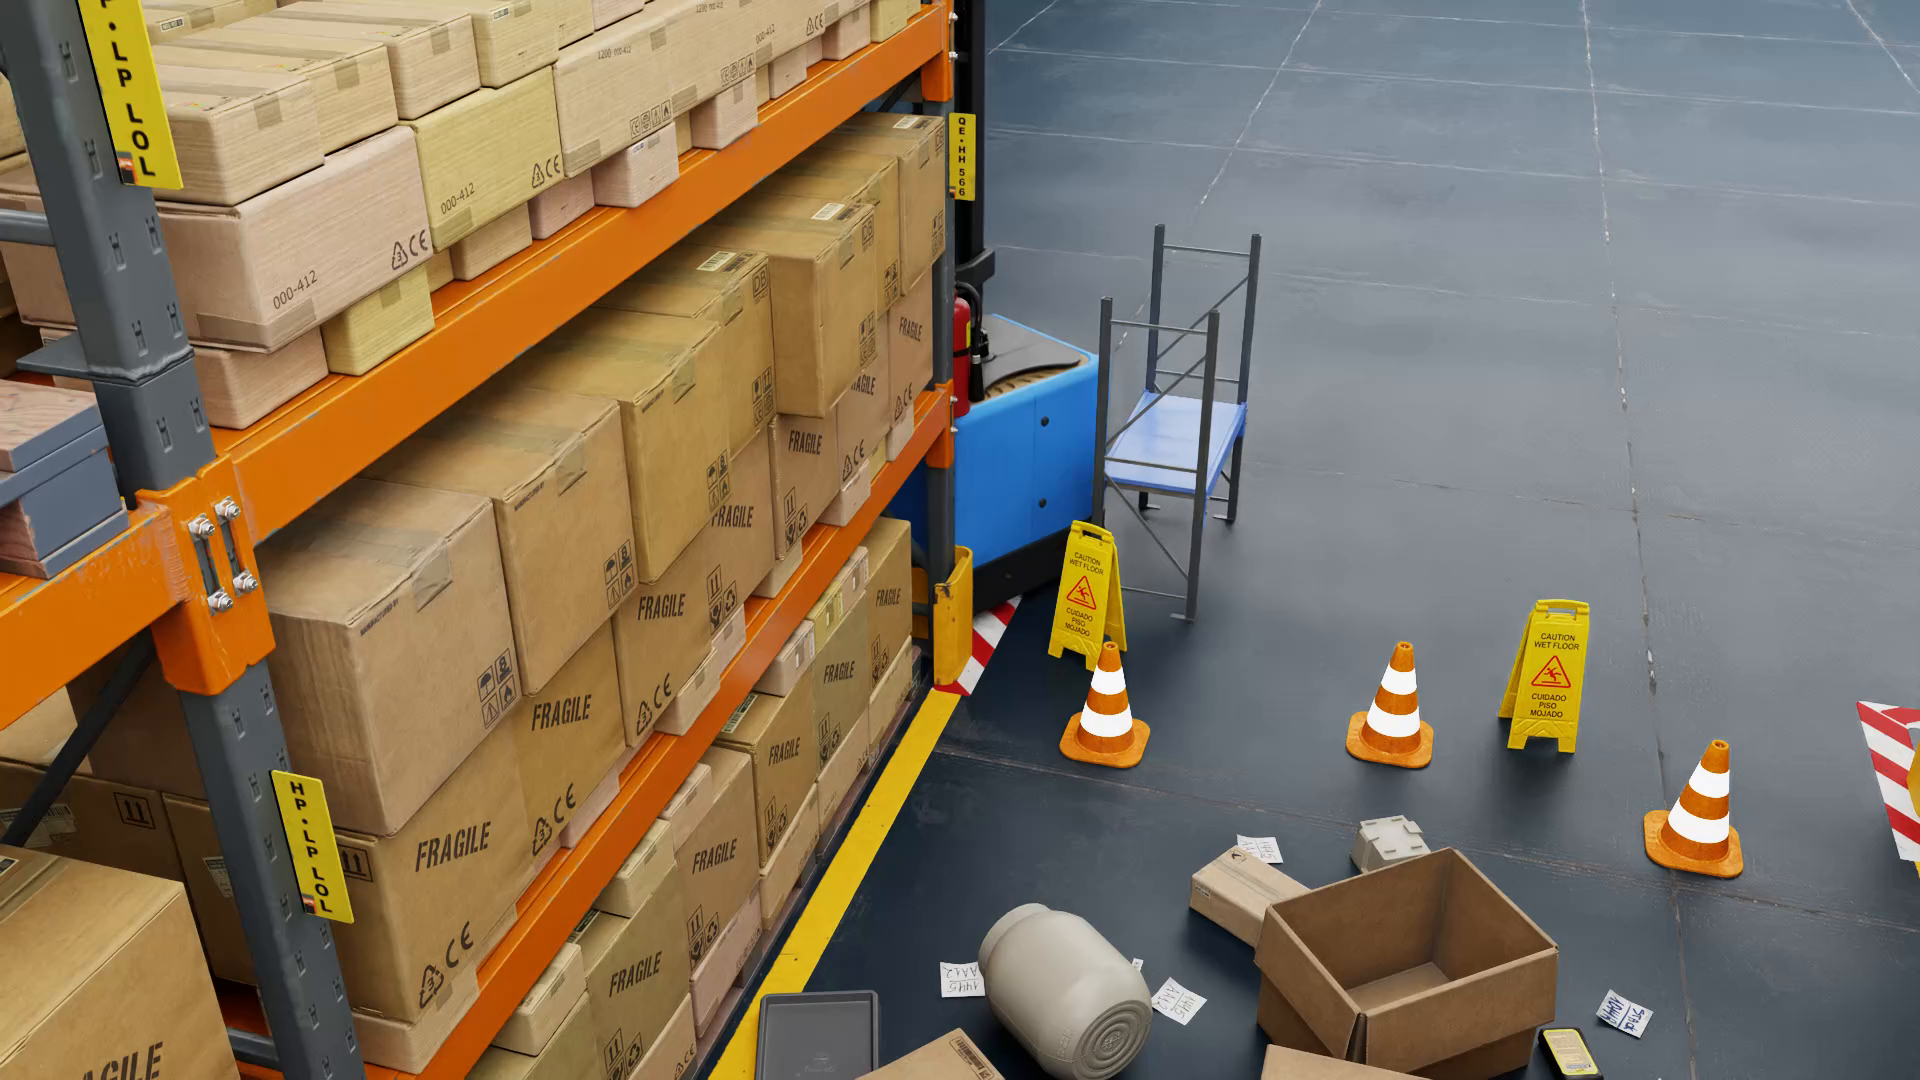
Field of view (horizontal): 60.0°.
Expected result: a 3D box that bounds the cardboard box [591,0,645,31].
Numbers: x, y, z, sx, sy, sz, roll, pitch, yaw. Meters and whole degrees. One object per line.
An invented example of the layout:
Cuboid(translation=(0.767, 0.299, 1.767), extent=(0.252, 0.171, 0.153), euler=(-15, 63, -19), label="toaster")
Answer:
Cuboid(translation=(-0.956, -1.281, 3.820), extent=(0.380, 0.149, 0.250), euler=(8, 30, 14), label="cardboard box")

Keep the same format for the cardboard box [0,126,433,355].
Cuboid(translation=(-1.299, -0.559, 2.933), extent=(0.500, 0.250, 0.500), euler=(8, 30, 14), label="cardboard box")

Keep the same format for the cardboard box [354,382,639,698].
Cuboid(translation=(-1.183, -0.037, 3.794), extent=(0.700, 0.500, 0.500), euler=(9, 30, 15), label="cardboard box")

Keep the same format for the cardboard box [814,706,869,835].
Cuboid(translation=(-0.656, 0.794, 6.133), extent=(0.500, 0.250, 0.500), euler=(9, 30, 15), label="cardboard box")

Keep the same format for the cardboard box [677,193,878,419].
Cuboid(translation=(-0.664, -0.734, 5.046), extent=(0.700, 0.500, 0.500), euler=(8, 30, 14), label="cardboard box")

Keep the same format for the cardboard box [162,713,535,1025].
Cuboid(translation=(-1.295, 0.643, 3.600), extent=(0.500, 0.500, 0.500), euler=(8, 30, 15), label="cardboard box")

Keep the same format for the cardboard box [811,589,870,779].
Cuboid(translation=(-0.652, 0.465, 5.953), extent=(0.500, 0.500, 0.500), euler=(10, 31, 17), label="cardboard box")

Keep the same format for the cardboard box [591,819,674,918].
Cuboid(translation=(-1.016, 0.864, 4.569), extent=(0.380, 0.149, 0.250), euler=(10, 31, 17), label="cardboard box")

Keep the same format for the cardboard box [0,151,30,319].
Cuboid(translation=(-1.817, -0.638, 3.075), extent=(0.500, 0.250, 0.500), euler=(8, 30, 14), label="cardboard box")

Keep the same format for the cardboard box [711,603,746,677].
Cuboid(translation=(-0.859, 0.276, 4.926), extent=(0.380, 0.149, 0.250), euler=(8, 30, 15), label="cardboard box")

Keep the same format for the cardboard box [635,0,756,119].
Cuboid(translation=(-0.851, -1.266, 4.203), extent=(0.500, 0.250, 0.500), euler=(9, 30, 15), label="cardboard box")

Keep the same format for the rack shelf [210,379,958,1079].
Cuboid(translation=(-1.103, 0.366, 5.246), extent=(1.077, 0.370, 4.000), euler=(8, 30, 15), label="rack shelf")

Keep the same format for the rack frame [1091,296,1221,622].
Cuboid(translation=(0.835, -0.326, 7.294), extent=(0.500, 1.500, 0.032), euler=(9, 30, 16), label="rack frame")

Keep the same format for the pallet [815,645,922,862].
Cuboid(translation=(-0.811, 0.749, 6.687), extent=(1.003, 0.211, 1.213), euler=(8, 30, 15), label="pallet")

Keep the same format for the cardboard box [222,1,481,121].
Cuboid(translation=(-1.151, -0.914, 3.161), extent=(0.380, 0.149, 0.250), euler=(8, 30, 13), label="cardboard box")

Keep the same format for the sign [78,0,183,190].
Cuboid(translation=(-1.159, -0.650, 2.310), extent=(0.100, 0.325, 0.005), euler=(8, 30, 15), label="sign")

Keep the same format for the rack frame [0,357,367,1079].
Cuboid(translation=(-1.690, 0.981, 3.400), extent=(1.000, 3.000, 0.127), euler=(8, 30, 15), label="rack frame")

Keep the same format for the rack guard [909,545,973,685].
Cuboid(translation=(-0.538, 0.250, 7.286), extent=(1.175, 0.500, 0.348), euler=(8, 30, 15), label="rack guard")

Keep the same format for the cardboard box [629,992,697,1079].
Cuboid(translation=(-1.113, 1.514, 4.839), extent=(0.500, 0.250, 0.500), euler=(10, 31, 18), label="cardboard box")

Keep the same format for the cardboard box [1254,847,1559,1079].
Cuboid(translation=(1.389, 1.391, 5.232), extent=(0.797, 0.503, 0.637), euler=(-12, 31, -20), label="cardboard box")

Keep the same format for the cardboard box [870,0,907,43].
Cuboid(translation=(-0.395, -1.753, 5.488), extent=(0.380, 0.149, 0.250), euler=(9, 30, 15), label="cardboard box")

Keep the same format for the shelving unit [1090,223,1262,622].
Cuboid(translation=(0.998, -0.561, 7.715), extent=(0.538, 1.500, 1.048), euler=(9, 30, 16), label="shelving unit")

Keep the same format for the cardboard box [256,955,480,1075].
Cuboid(translation=(-1.291, 0.990, 3.642), extent=(0.380, 0.149, 0.250), euler=(8, 30, 15), label="cardboard box")

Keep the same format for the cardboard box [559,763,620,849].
Cuboid(translation=(-1.112, 0.628, 4.294), extent=(0.380, 0.149, 0.250), euler=(9, 30, 16), label="cardboard box")

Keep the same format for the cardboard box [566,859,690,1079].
Cuboid(translation=(-1.113, 1.186, 4.658), extent=(0.500, 0.500, 0.500), euler=(10, 31, 17), label="cardboard box")

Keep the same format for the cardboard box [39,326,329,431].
Cuboid(translation=(-1.361, -0.331, 2.932), extent=(0.380, 0.149, 0.250), euler=(8, 30, 14), label="cardboard box")

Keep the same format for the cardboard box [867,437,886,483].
Cuboid(translation=(-0.485, -0.314, 5.987), extent=(0.380, 0.149, 0.250), euler=(8, 30, 14), label="cardboard box")

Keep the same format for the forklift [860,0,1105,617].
Cuboid(translation=(-0.659, -1.545, 8.012), extent=(1.130, 2.935, 3.031), euler=(-23, 36, -35), label="forklift")

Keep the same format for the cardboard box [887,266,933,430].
Cuboid(translation=(-0.412, -0.760, 6.121), extent=(0.500, 0.500, 0.500), euler=(8, 30, 14), label="cardboard box")

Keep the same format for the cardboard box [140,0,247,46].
Cuboid(translation=(-1.641, -0.987, 3.291), extent=(0.380, 0.149, 0.250), euler=(9, 30, 16), label="cardboard box")

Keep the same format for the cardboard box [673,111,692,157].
Cuboid(translation=(-0.910, -1.047, 4.220), extent=(0.380, 0.149, 0.250), euler=(9, 30, 15), label="cardboard box")

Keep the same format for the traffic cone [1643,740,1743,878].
Cuboid(translation=(2.732, 0.935, 6.094), extent=(0.336, 0.463, 0.334), euler=(8, 30, 15), label="traffic cone")

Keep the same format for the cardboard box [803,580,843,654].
Cuboid(translation=(-0.622, 0.235, 5.699), extent=(0.380, 0.149, 0.250), euler=(9, 30, 16), label="cardboard box")

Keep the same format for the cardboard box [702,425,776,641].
Cuboid(translation=(-0.880, -0.063, 4.869), extent=(0.500, 0.500, 0.500), euler=(9, 30, 15), label="cardboard box")

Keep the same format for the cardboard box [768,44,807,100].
Cuboid(translation=(-0.671, -1.403, 4.860), extent=(0.380, 0.149, 0.250), euler=(8, 30, 14), label="cardboard box")

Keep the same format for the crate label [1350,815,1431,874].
Cuboid(translation=(1.580, 1.132, 6.075), extent=(0.250, 0.136, 0.298), euler=(-6, 30, -11), label="crate label")

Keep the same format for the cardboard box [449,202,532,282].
Cuboid(translation=(-1.155, -0.685, 3.569), extent=(0.380, 0.149, 0.250), euler=(9, 30, 16), label="cardboard box")

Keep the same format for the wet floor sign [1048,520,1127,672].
Cuboid(translation=(0.563, 0.216, 7.199), extent=(0.267, 0.644, 0.232), euler=(20, 35, 32), label="wet floor sign")

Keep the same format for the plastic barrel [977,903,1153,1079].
Cuboid(translation=(0.325, 1.424, 5.255), extent=(0.421, 0.421, 0.512), euler=(-17, 34, -28), label="plastic barrel")

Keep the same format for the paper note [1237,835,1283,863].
Cuboid(translation=(1.109, 1.143, 6.164), extent=(0.148, 0.019, 0.142), euler=(-1, 29, -3), label="paper note")
